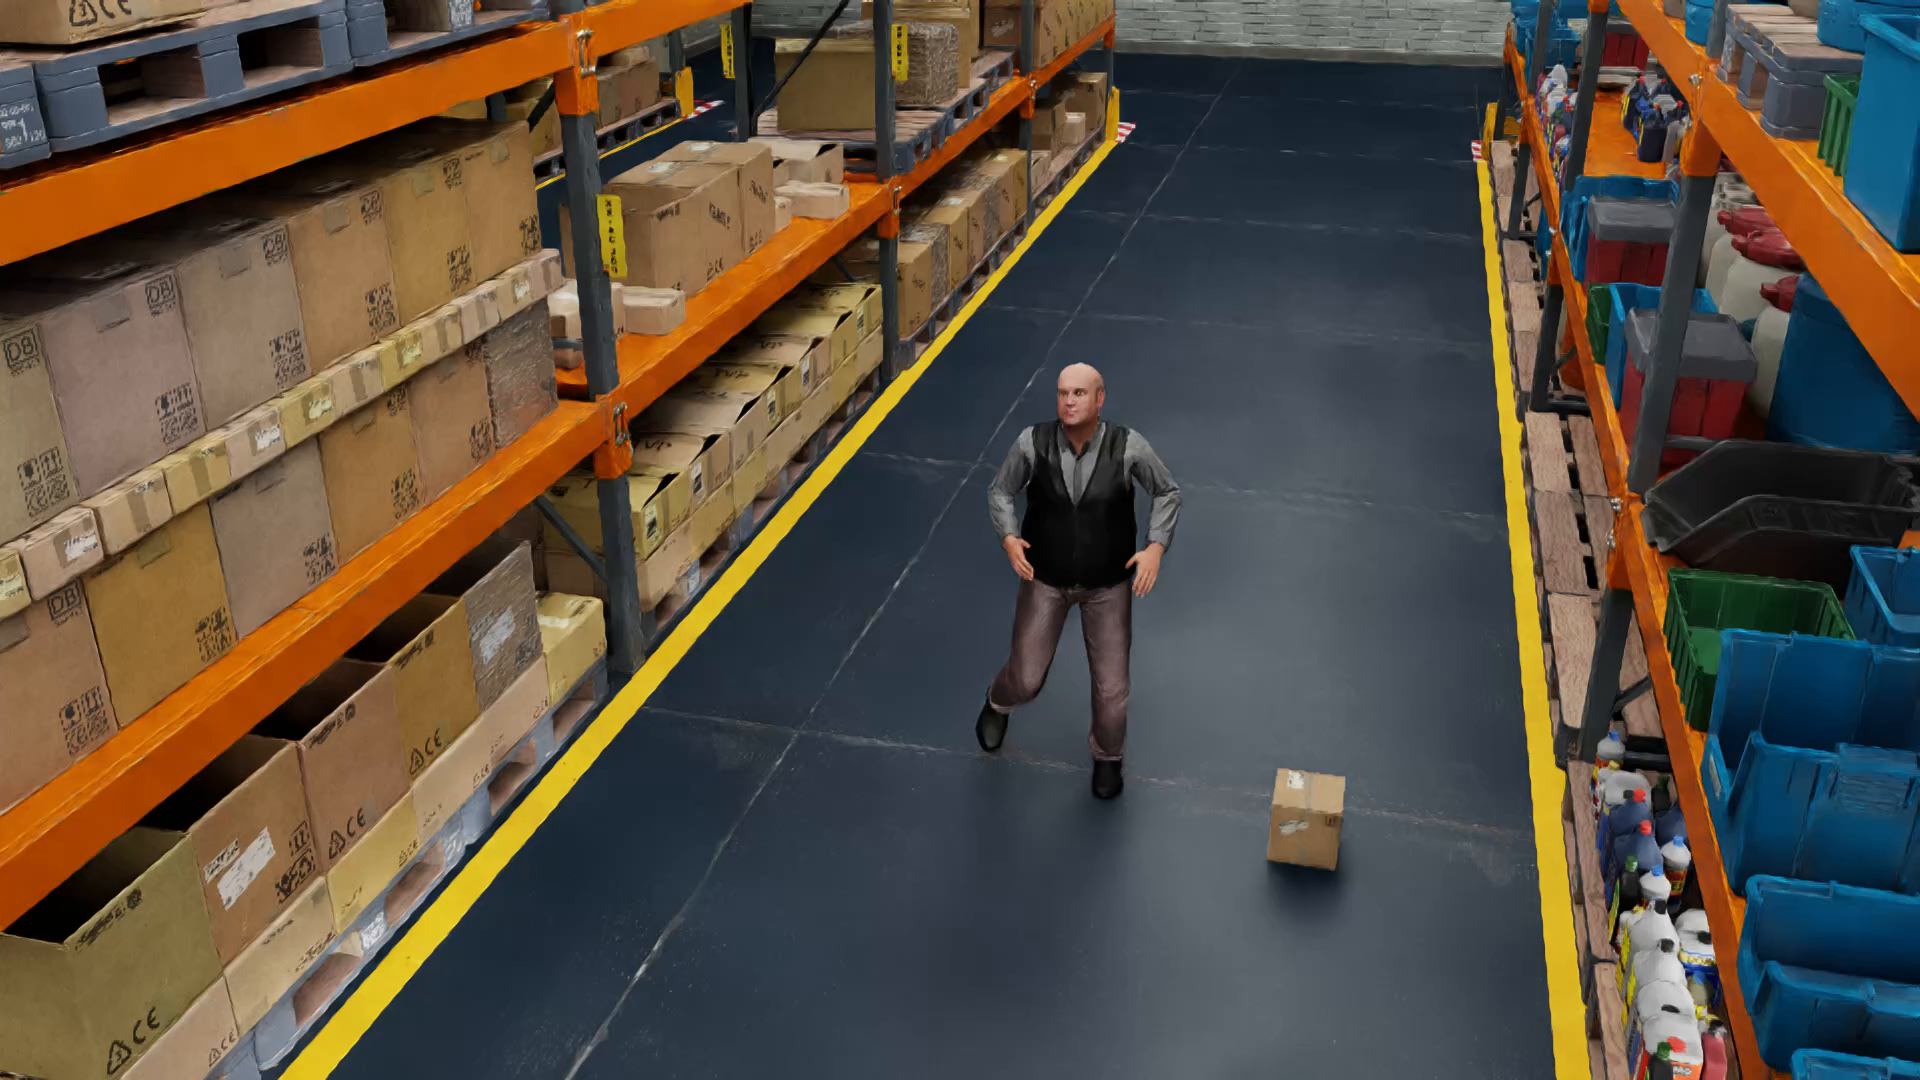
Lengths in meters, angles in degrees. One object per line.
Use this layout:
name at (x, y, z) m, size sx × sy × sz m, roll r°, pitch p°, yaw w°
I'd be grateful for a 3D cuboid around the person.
person at (0.443, 0.155, 6.351) m, size 0.773 × 1.692 × 0.491 m, roll 1°, pitch 25°, yaw 2°
